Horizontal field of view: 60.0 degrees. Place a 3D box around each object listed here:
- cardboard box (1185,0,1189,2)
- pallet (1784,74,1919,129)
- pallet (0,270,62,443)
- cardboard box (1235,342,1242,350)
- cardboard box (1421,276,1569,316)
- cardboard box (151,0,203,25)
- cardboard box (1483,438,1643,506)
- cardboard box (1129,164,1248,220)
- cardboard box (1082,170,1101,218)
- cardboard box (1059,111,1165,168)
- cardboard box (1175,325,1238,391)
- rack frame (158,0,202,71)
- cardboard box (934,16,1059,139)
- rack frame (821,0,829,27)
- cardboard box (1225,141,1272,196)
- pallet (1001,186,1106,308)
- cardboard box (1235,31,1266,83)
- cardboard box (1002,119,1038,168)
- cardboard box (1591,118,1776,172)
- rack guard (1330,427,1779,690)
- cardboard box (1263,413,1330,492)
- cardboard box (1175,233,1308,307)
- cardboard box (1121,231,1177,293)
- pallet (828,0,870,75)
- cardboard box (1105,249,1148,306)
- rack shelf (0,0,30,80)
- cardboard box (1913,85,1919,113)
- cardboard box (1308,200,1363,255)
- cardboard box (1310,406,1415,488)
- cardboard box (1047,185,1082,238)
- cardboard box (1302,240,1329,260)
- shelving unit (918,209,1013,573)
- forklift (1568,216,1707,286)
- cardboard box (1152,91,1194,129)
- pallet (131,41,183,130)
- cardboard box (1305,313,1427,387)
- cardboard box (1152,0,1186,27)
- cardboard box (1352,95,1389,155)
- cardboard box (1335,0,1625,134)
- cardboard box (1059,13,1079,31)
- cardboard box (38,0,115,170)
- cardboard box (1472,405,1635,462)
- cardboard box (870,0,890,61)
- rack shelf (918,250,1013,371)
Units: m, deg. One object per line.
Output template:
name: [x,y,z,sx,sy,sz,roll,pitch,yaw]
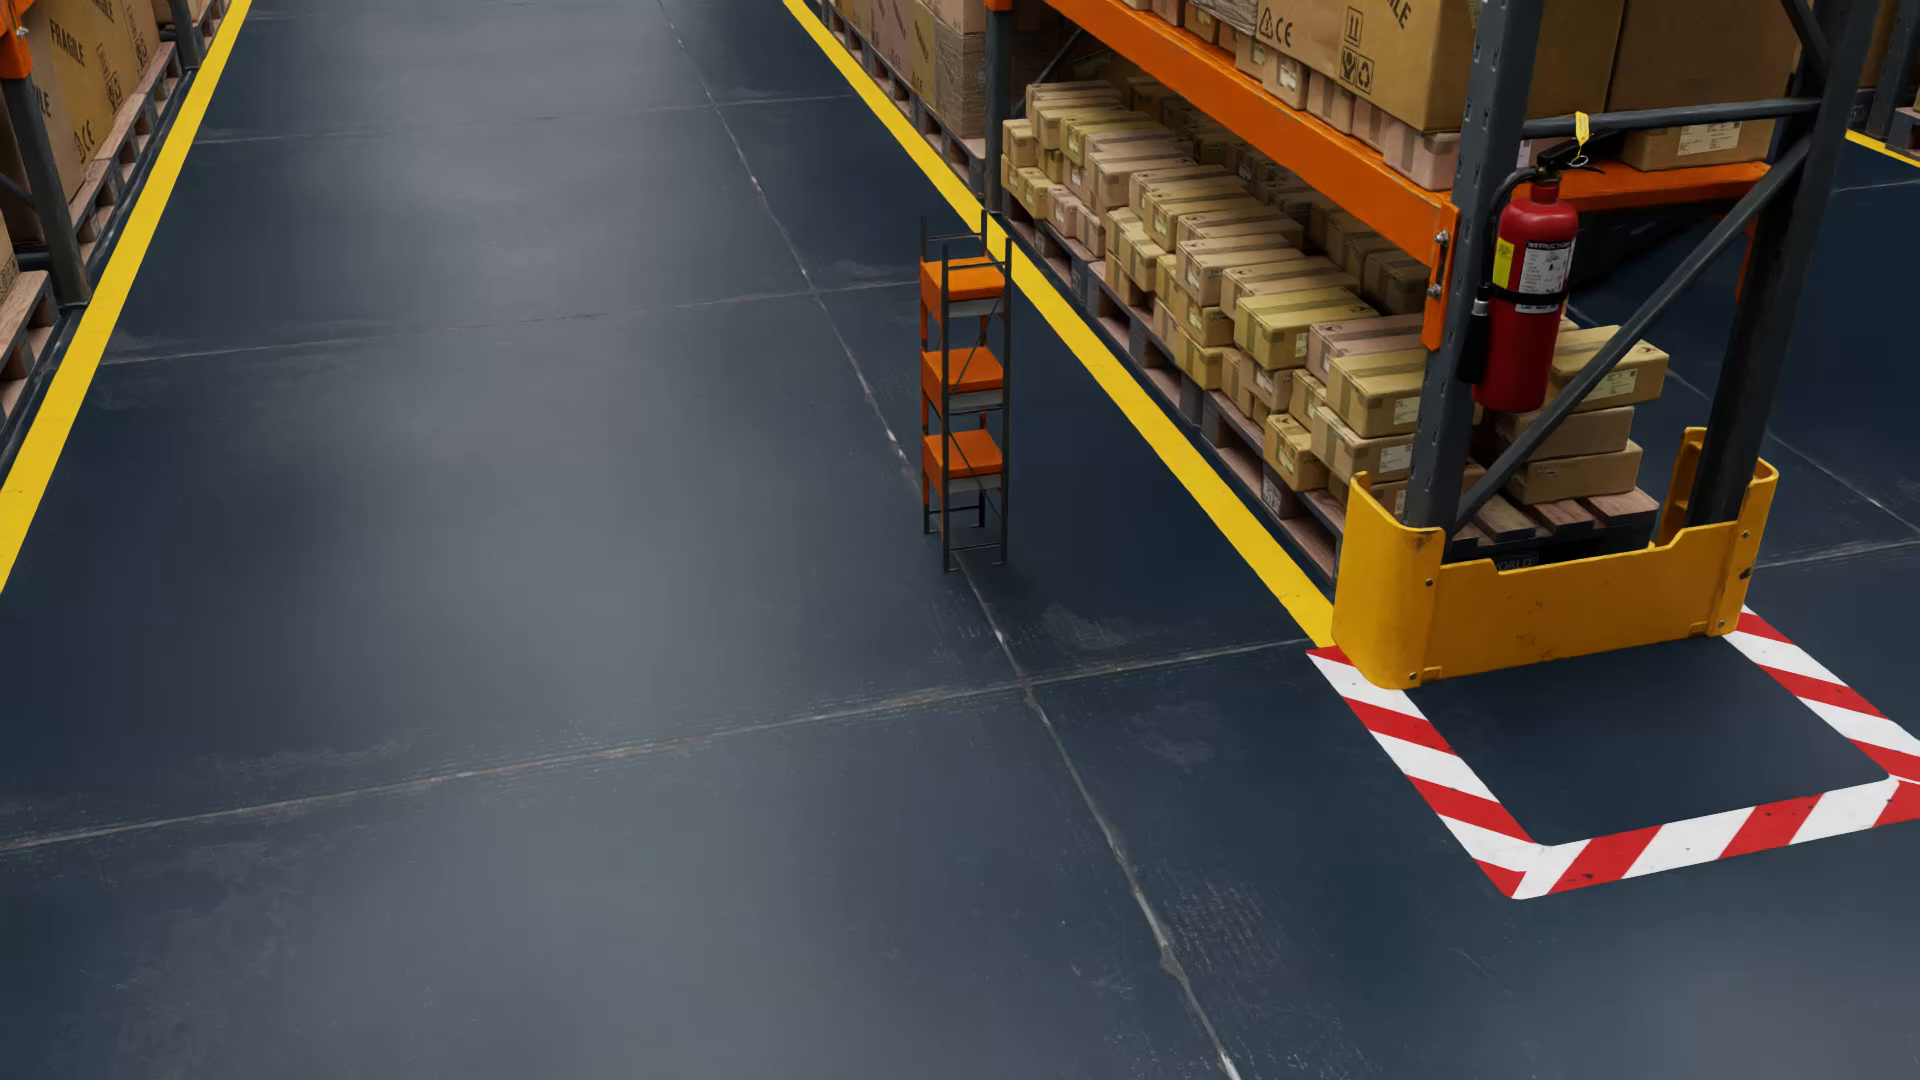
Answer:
cardboard box: [0.914,-2.094,5.478,0.500,0.500,0.500,-6,31,-11]
pallet: [5.149,-2.703,9.709,1.003,0.211,1.213,-8,31,-13]
pallet: [-4.002,-0.645,6.153,1.003,0.211,1.213,-8,31,-13]
cardboard box: [1.152,-0.692,5.581,0.380,0.149,0.250,-8,31,-14]
cardboard box: [1.735,-0.764,5.408,0.380,0.149,0.250,-8,31,-13]
cardboard box: [-5.330,-3.480,10.472,0.950,0.372,0.625,-10,32,-17]
cardboard box: [1.849,-0.248,5.111,0.380,0.149,0.250,-7,31,-12]
cardboard box: [0.872,-1.314,6.358,0.380,0.149,0.250,-9,31,-15]
cardboard box: [0.727,-1.441,6.876,0.380,0.149,0.250,-9,31,-16]
cardboard box: [0.640,-1.691,7.010,0.380,0.149,0.250,-8,31,-14]
cardboard box: [0.979,-0.661,5.824,0.380,0.149,0.250,-9,31,-15]
rack frame: [-5.190,-4.161,9.445,1.000,3.000,0.127,-8,31,-13]
cardboard box: [0.178,-2.360,8.409,0.500,0.500,0.500,-8,31,-14]
rack frame: [-0.444,-4.868,10.666,1.000,3.000,0.127,-8,31,-13]
cardboard box: [1.296,-1.513,6.702,0.380,0.149,0.250,-9,31,-16]
pallet: [0.830,-1.410,7.475,1.003,0.211,1.213,-8,31,-13]
cardboard box: [1.077,-1.511,5.117,0.380,0.149,0.250,-9,31,-15]
cardboard box: [0.405,-1.795,7.487,0.380,0.149,0.250,-6,31,-11]
cardboard box: [1.909,-1.096,4.399,0.380,0.149,0.250,-8,31,-14]
rack guard: [1.659,0.041,4.681,1.175,0.500,0.348,-8,31,-13]
cardboard box: [1.172,-0.290,5.183,0.380,0.149,0.250,-7,31,-12]
cardboard box: [0.959,-0.925,5.686,0.380,0.149,0.250,-7,31,-11]
cardboard box: [0.824,-1.053,6.204,0.380,0.149,0.250,-8,31,-13]
pallet: [-0.238,-3.284,10.713,1.003,0.211,1.213,-8,31,-13]
cardboard box: [0.788,-1.044,6.487,0.380,0.149,0.250,-9,31,-15]
rack shelf: [-3.597,-0.952,4.619,1.077,0.370,4.000,-8,31,-13]
cardboard box: [5.524,-2.480,8.242,0.875,0.875,0.875,-8,31,-13]
cardboard box: [1.499,-1.141,6.060,0.380,0.149,0.250,-7,31,-13]
cardboard box: [1.264,-0.298,4.900,0.380,0.149,0.250,-9,31,-15]
cardboard box: [0.591,-1.424,7.142,0.380,0.149,0.250,-8,31,-14]
cardboard box: [1.382,-0.994,6.102,0.380,0.149,0.250,-6,31,-11]
shelving unit: [0.014,-0.429,4.942,0.215,1.050,0.252,-8,31,-13]
forklift: [2.954,-2.874,7.289,1.130,2.935,3.031,25,38,36]
cardboard box: [1.069,-1.886,7.347,0.380,0.149,0.250,-7,31,-13]
pallet: [-5.053,-2.564,9.468,1.003,0.211,1.213,-8,31,-13]
cardboard box: [1.283,-0.561,5.057,0.380,0.149,0.250,-7,31,-12]
cardboard box: [0.889,-1.894,5.779,0.380,0.149,0.250,-7,31,-11]
cardboard box: [1.290,-1.141,4.477,0.380,0.149,0.250,-8,31,-13]
cardboard box: [1.312,-1.359,4.207,0.500,0.500,0.500,-7,31,-12]
cardboard box: [0.676,-2.753,8.339,0.500,0.250,0.500,-9,31,-15]
cardboard box: [-4.617,-2.216,7.785,0.875,0.875,0.875,-7,31,-12]
cardboard box: [1.788,-0.368,5.022,0.380,0.149,0.250,-7,31,-11]
cardboard box: [-0.225,-3.103,9.693,0.500,0.500,0.500,-9,31,-15]
rack shelf: [0.014,-0.665,4.806,0.215,0.259,0.240,-8,31,-13]
